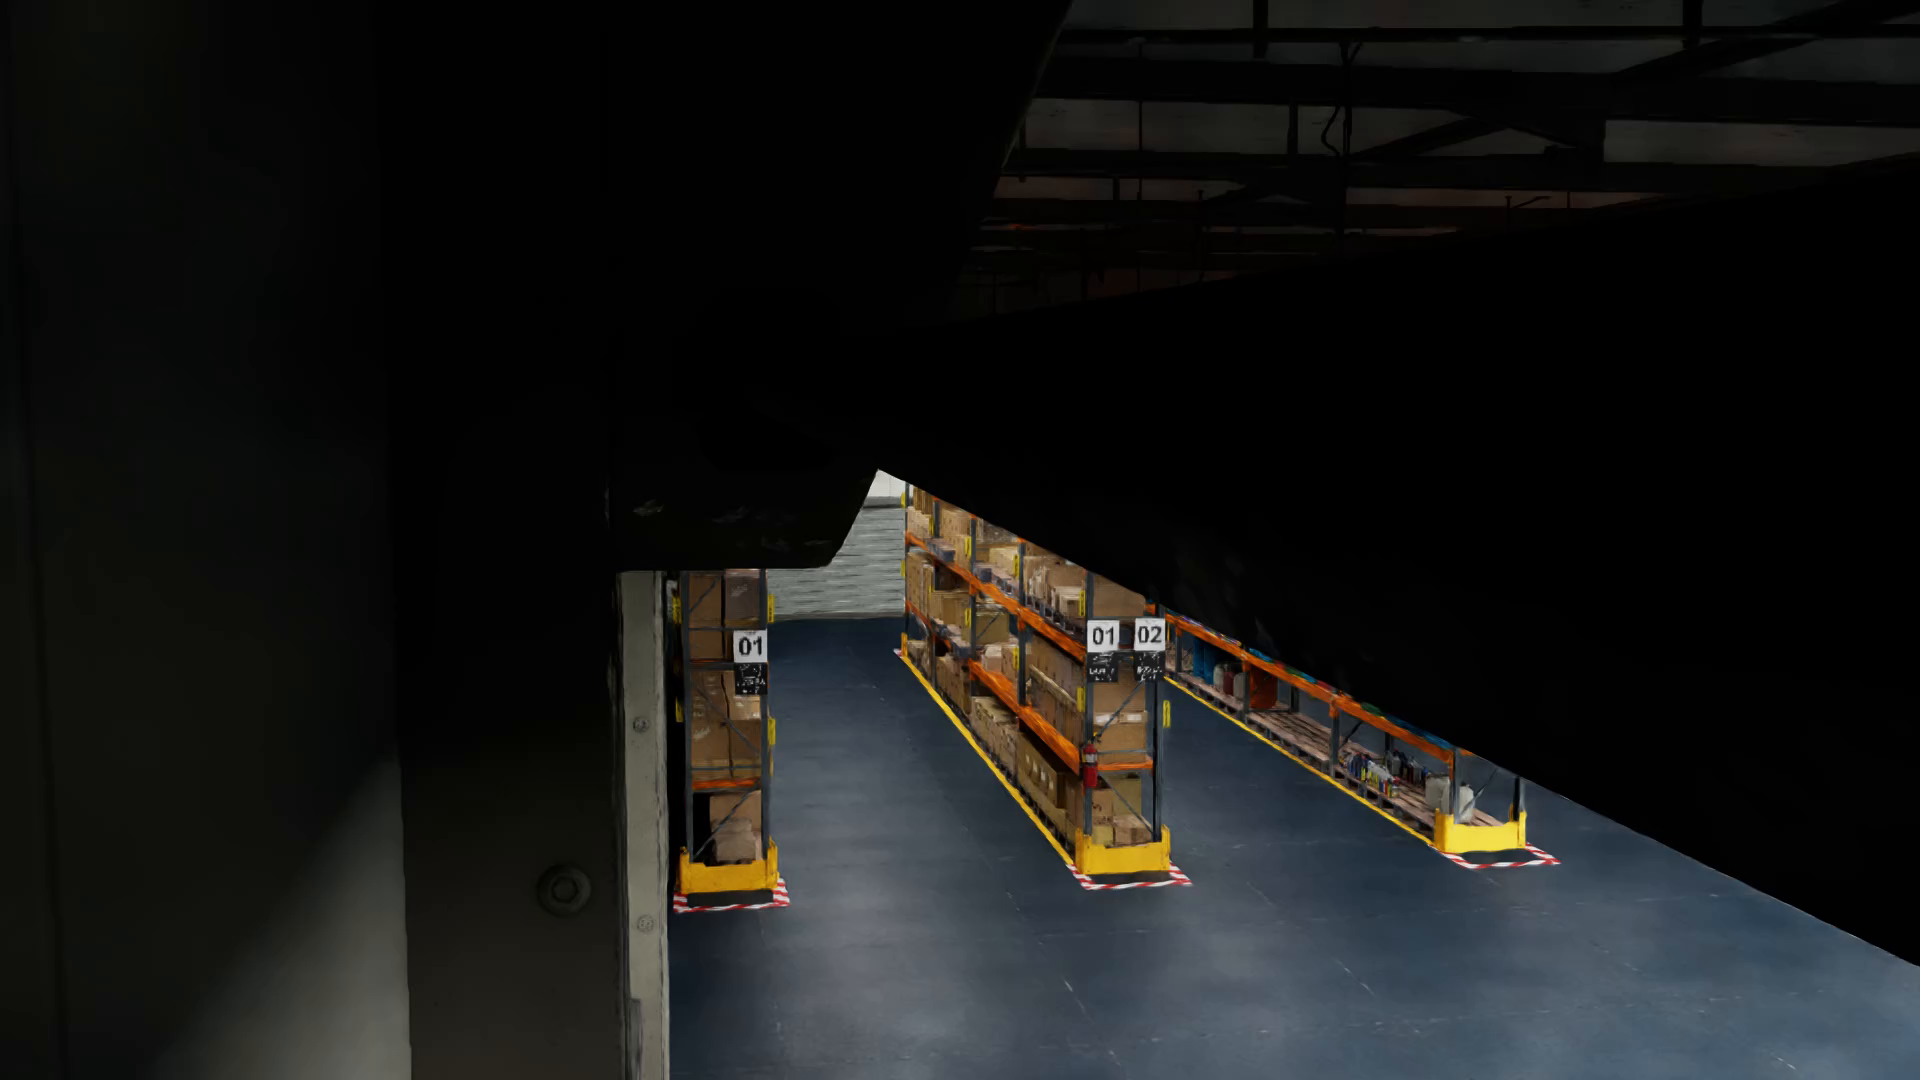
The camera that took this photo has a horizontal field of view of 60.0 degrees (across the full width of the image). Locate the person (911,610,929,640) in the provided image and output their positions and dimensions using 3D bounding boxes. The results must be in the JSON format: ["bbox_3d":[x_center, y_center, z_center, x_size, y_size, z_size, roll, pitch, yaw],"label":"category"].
[{"bbox_3d":[-0.908,1.561,37.996,0.576,1.658,0.412,5,8,42],"label":"person"}]

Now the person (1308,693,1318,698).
[{"bbox_3d":[6.892,2.229,31.302,0.582,1.686,1.113,-1,6,-12],"label":"person"}]
